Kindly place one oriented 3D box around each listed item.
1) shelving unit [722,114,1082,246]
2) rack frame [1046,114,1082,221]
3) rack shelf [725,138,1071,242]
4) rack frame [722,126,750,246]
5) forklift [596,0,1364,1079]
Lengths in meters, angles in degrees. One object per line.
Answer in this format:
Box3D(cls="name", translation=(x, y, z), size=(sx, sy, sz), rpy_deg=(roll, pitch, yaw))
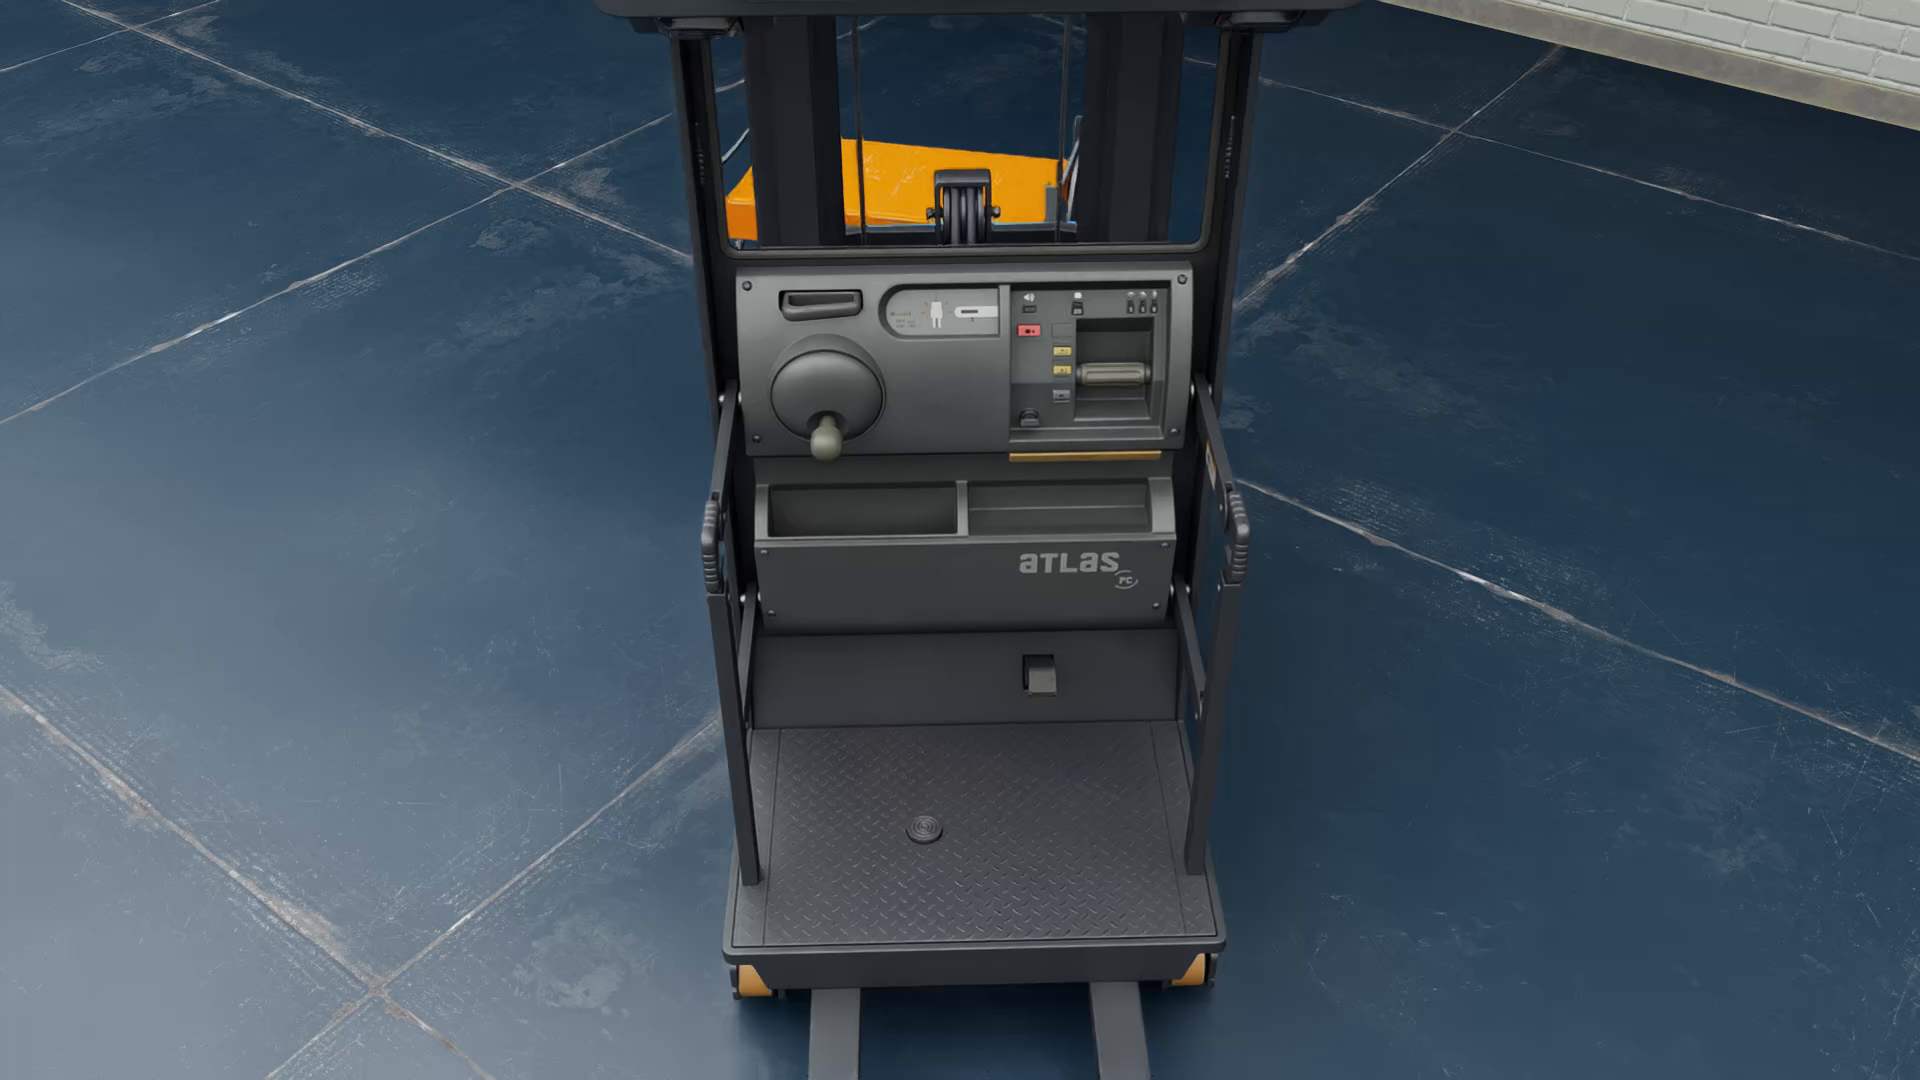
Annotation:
Box3D(cls="shelving unit", translation=(-0.181, -0.775, 5.328), size=(1.048, 1.125, 0.538), rpy_deg=(8, 39, 10))
Box3D(cls="rack frame", translation=(0.315, -0.708, 5.241), size=(0.032, 1.125, 0.500), rpy_deg=(8, 39, 10))
Box3D(cls="rack shelf", translation=(-0.181, -1.006, 5.148), size=(1.000, 0.278, 0.538), rpy_deg=(8, 39, 10))
Box3D(cls="rack frame", translation=(-0.678, -0.843, 5.414), size=(0.032, 1.125, 0.500), rpy_deg=(8, 39, 10))
Box3D(cls="forklift", translation=(0.020, -0.293, 3.246), size=(1.130, 2.935, 3.031), rpy_deg=(-1, 38, -1))
